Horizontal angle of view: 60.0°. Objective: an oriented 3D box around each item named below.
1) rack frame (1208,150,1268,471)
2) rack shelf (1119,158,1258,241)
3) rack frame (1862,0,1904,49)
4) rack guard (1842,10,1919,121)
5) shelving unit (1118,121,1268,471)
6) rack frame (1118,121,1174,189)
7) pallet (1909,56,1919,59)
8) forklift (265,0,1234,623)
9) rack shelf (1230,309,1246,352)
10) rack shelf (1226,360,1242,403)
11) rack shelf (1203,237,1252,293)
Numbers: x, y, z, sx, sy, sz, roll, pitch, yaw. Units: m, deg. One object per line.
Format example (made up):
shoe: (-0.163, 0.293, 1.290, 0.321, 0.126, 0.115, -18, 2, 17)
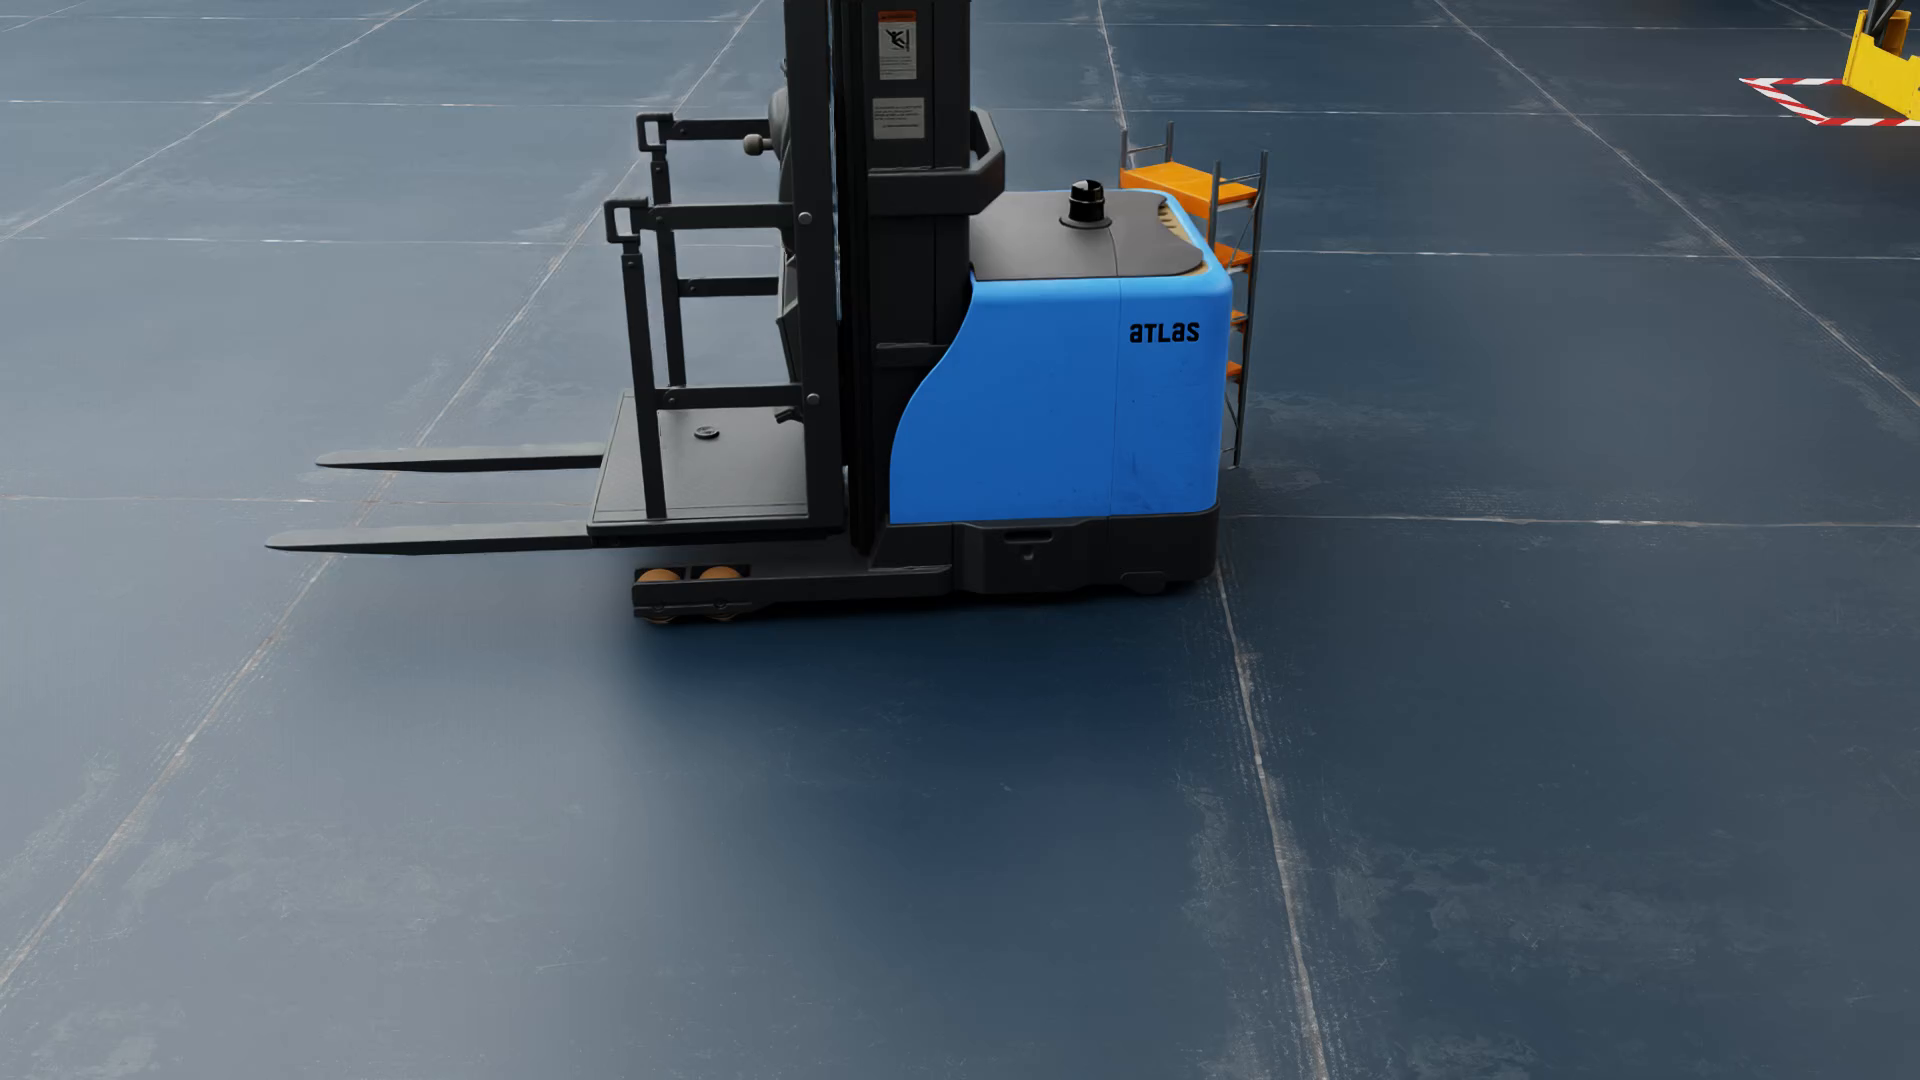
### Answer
rack frame: (0.954, -0.775, 5.930, 0.240, 1.200, 0.015, -18, 33, -31)
rack shelf: (0.816, -1.217, 5.924, 0.258, 0.148, 0.480, -18, 33, -31)
rack frame: (6.404, -4.350, 10.753, 0.127, 3.000, 1.000, 1, 28, 2)
rack guard: (6.480, -3.244, 11.336, 0.348, 0.500, 1.175, 1, 28, 2)
shelving unit: (0.814, -0.869, 6.107, 0.258, 1.200, 0.503, -18, 33, -31)
rack frame: (0.674, -0.963, 6.283, 0.240, 1.200, 0.015, -18, 33, -31)
pallet: (7.290, -3.087, 11.347, 1.213, 0.211, 1.003, 1, 28, 2)
forklift: (-0.710, -1.292, 5.057, 3.031, 2.935, 1.130, -2, 28, -4)
rack shelf: (0.814, -0.810, 6.138, 0.258, 0.148, 0.480, -18, 33, -31)
rack shelf: (0.813, -0.634, 6.231, 0.258, 0.148, 0.480, -18, 33, -31)
rack shelf: (0.815, -1.008, 6.034, 0.258, 0.148, 0.480, -18, 33, -31)
